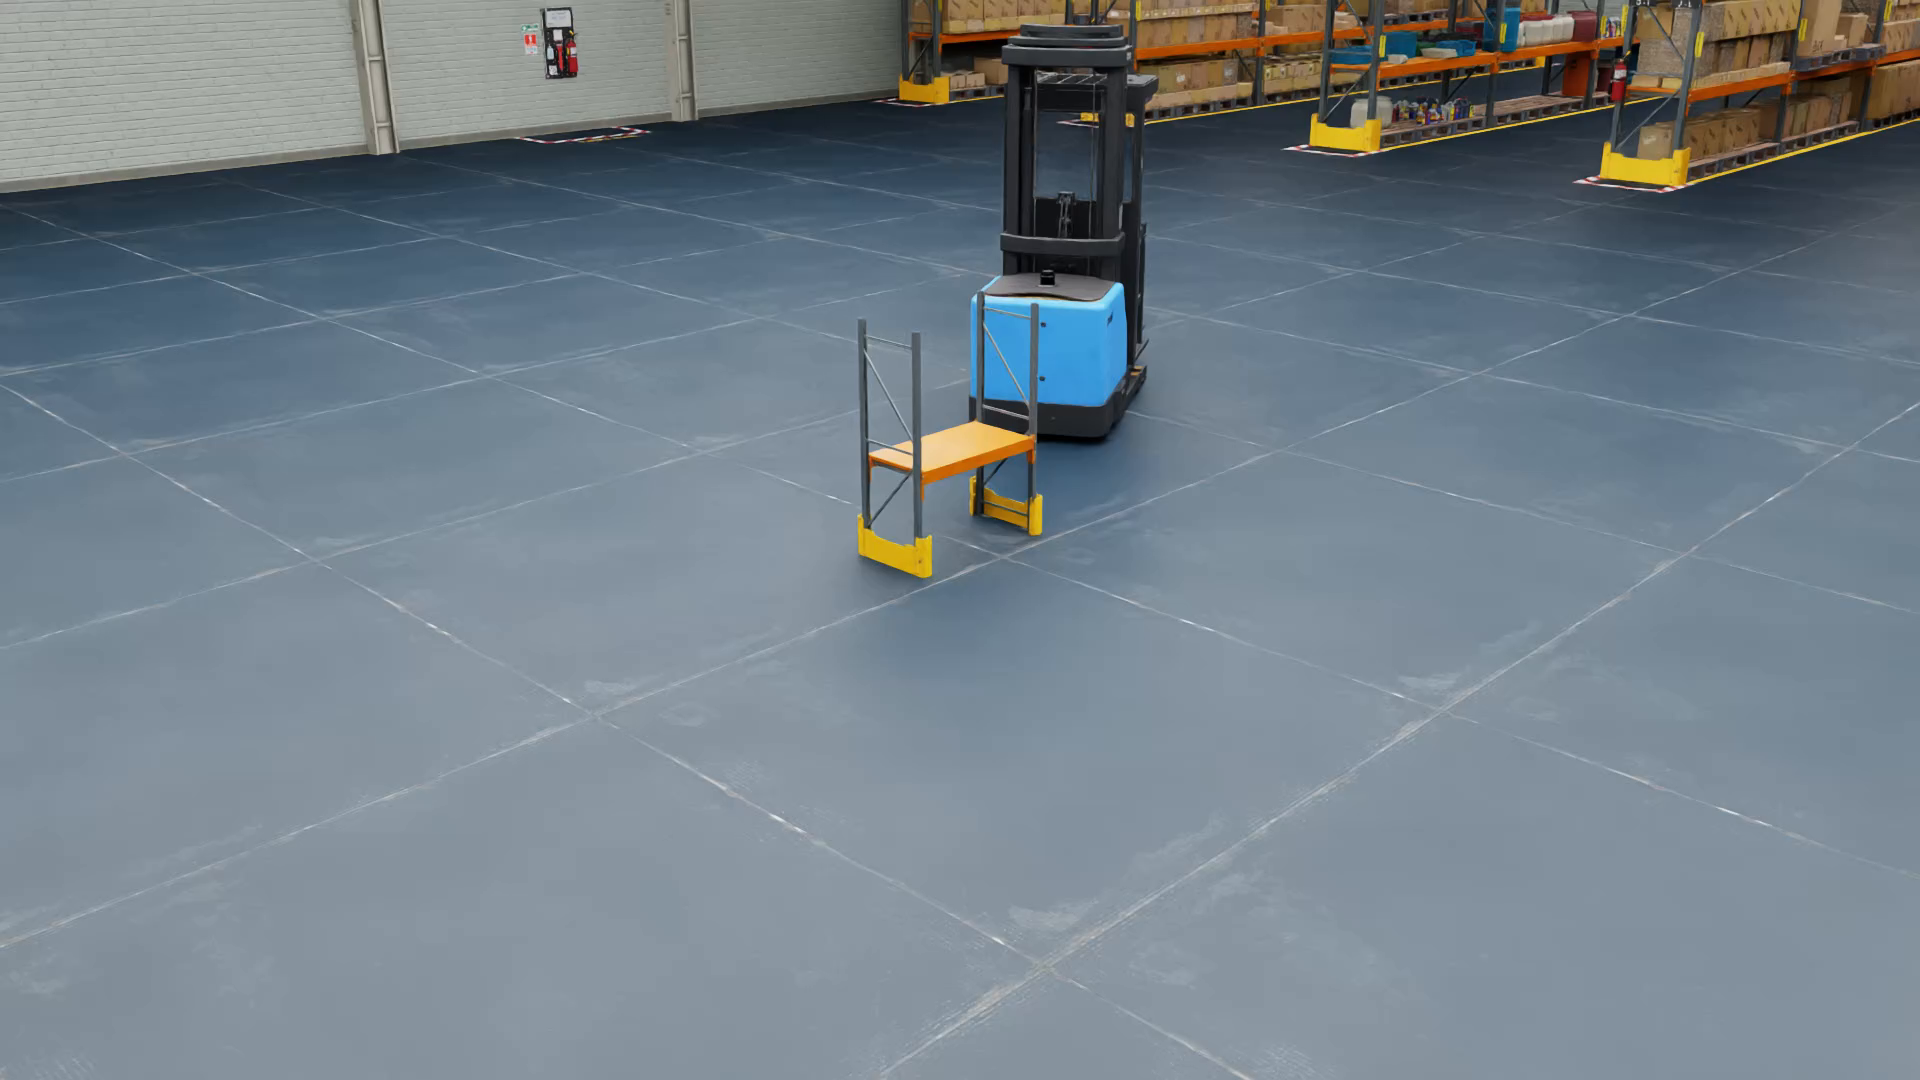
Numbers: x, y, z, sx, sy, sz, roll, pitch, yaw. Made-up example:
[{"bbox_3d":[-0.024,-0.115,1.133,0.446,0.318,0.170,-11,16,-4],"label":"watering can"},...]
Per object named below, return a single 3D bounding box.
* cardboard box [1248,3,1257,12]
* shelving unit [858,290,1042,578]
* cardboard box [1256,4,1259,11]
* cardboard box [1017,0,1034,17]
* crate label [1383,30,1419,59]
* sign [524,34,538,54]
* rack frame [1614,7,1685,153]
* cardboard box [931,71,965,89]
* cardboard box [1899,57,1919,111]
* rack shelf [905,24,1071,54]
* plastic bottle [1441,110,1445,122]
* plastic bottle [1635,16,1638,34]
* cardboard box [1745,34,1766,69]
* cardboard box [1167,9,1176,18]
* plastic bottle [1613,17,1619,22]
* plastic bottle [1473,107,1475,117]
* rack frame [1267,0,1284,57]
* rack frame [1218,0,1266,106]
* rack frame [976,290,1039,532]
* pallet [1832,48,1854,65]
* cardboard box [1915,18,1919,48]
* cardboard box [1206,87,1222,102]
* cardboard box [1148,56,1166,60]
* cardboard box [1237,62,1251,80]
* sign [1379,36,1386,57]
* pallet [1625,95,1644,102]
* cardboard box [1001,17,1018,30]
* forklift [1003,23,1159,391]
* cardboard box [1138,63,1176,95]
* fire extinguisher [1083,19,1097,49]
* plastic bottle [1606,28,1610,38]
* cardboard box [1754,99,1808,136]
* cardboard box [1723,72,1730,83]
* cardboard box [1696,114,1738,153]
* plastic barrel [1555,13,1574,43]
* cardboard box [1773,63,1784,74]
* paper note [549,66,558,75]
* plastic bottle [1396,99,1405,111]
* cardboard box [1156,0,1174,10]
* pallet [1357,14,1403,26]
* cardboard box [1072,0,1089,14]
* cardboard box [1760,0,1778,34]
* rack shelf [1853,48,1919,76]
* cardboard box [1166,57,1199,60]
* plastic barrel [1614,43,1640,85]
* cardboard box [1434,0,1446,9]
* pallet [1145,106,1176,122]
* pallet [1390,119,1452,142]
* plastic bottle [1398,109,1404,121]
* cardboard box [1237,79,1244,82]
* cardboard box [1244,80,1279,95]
[{"bbox_3d":[5.522,-10.341,32.254,0.380,0.149,0.250,19,28,41],"label":"cardboard box"},{"bbox_3d":[-0.053,-0.680,10.255,0.587,1.500,1.083,19,28,41],"label":"shelving unit"},{"bbox_3d":[7.040,-12.936,40.371,0.380,0.149,0.250,19,28,41],"label":"cardboard box"},{"bbox_3d":[1.195,-11.188,34.637,0.500,0.500,0.500,18,28,39],"label":"cardboard box"},{"bbox_3d":[7.404,-8.403,28.207,0.502,0.435,0.616,19,28,41],"label":"crate label"},{"bbox_3d":[-7.312,-8.454,28.339,0.001,0.329,0.234,19,28,41],"label":"sign"},{"bbox_3d":[9.865,-6.605,23.579,0.949,2.616,0.053,19,28,41],"label":"rack frame"},{"bbox_3d":[-0.237,-9.431,34.065,0.500,0.311,0.500,15,26,35],"label":"cardboard box"},{"bbox_3d":[17.179,-8.496,30.873,1.225,0.875,0.875,18,27,39],"label":"cardboard box"},{"bbox_3d":[0.611,-10.504,34.724,1.077,0.370,4.000,19,28,41],"label":"rack shelf"},{"bbox_3d":[8.324,-7.325,28.739,0.097,0.201,0.097,0,21,0],"label":"plastic bottle"},{"bbox_3d":[13.510,-10.306,33.276,0.144,0.351,0.185,19,28,41],"label":"plastic bottle"},{"bbox_3d":[11.644,-7.446,25.213,0.875,0.500,0.500,19,28,41],"label":"cardboard box"},{"bbox_3d":[3.731,-9.680,30.534,0.380,0.149,0.250,19,28,40],"label":"cardboard box"},{"bbox_3d":[13.444,-10.611,34.173,0.152,0.276,0.135,19,28,41],"label":"plastic bottle"},{"bbox_3d":[9.075,-7.602,29.459,0.097,0.201,0.097,0,21,0],"label":"plastic bottle"},{"bbox_3d":[7.587,-13.410,41.283,1.000,3.000,0.127,19,28,41],"label":"rack frame"},{"bbox_3d":[5.558,-10.115,32.710,1.000,3.000,0.127,19,28,41],"label":"rack frame"},{"bbox_3d":[0.295,-0.809,10.588,0.500,1.500,0.032,19,28,41],"label":"rack frame"},{"bbox_3d":[14.092,-8.054,27.615,1.003,0.211,1.213,19,28,41],"label":"pallet"},{"bbox_3d":[17.394,-9.287,30.418,0.500,0.500,0.500,19,28,40],"label":"cardboard box"},{"bbox_3d":[4.697,-8.595,32.003,0.500,0.250,0.500,19,28,41],"label":"cardboard box"},{"bbox_3d":[4.332,-11.222,38.462,0.500,0.500,0.700,-20,29,-41],"label":"cardboard box"},{"bbox_3d":[5.635,-9.465,33.484,0.500,0.311,0.500,19,28,41],"label":"cardboard box"},{"bbox_3d":[6.705,-7.836,26.396,0.100,0.325,0.005,19,28,41],"label":"sign"},{"bbox_3d":[13.266,-9.126,34.023,1.003,0.211,1.213,19,28,41],"label":"pallet"},{"bbox_3d":[0.850,-10.707,34.430,0.500,0.250,0.500,20,28,41],"label":"cardboard box"},{"bbox_3d":[0.948,-2.625,13.320,1.121,2.935,3.031,6,22,14],"label":"forklift"},{"bbox_3d":[3.649,-8.560,30.867,0.500,0.500,0.500,19,28,41],"label":"cardboard box"},{"bbox_3d":[2.352,-9.136,30.272,0.296,0.674,0.183,19,28,41],"label":"fire extinguisher"},{"bbox_3d":[12.597,-9.888,32.396,0.097,0.201,0.097,0,21,0],"label":"plastic bottle"},{"bbox_3d":[13.443,-6.943,27.329,0.700,0.500,0.500,19,28,40],"label":"cardboard box"},{"bbox_3d":[11.100,-6.826,24.502,0.380,0.149,0.250,19,28,41],"label":"cardboard box"},{"bbox_3d":[11.575,-6.243,25.534,0.500,0.500,0.500,16,26,36],"label":"cardboard box"},{"bbox_3d":[11.330,-9.637,31.310,0.421,0.512,0.421,0,21,0],"label":"plastic barrel"},{"bbox_3d":[12.533,-7.326,25.805,0.380,0.149,0.250,19,28,41],"label":"cardboard box"},{"bbox_3d":[-7.025,-8.114,28.733,0.016,0.148,0.142,19,28,41],"label":"paper note"},{"bbox_3d":[7.686,-7.534,29.073,0.185,0.351,0.144,-19,28,-40],"label":"plastic bottle"},{"bbox_3d":[3.502,-10.006,30.478,0.700,0.500,0.500,18,28,39],"label":"cardboard box"},{"bbox_3d":[8.771,-11.245,35.918,1.213,0.211,1.003,19,28,41],"label":"pallet"},{"bbox_3d":[2.386,-11.728,36.154,0.700,0.500,0.500,19,28,41],"label":"cardboard box"},{"bbox_3d":[11.839,-7.845,24.857,0.500,0.500,0.500,19,28,41],"label":"cardboard box"},{"bbox_3d":[16.839,-8.841,30.398,1.077,0.370,4.000,19,28,41],"label":"rack shelf"},{"bbox_3d":[4.313,-9.079,32.218,0.500,0.500,0.500,19,28,41],"label":"cardboard box"},{"bbox_3d":[13.800,-9.829,34.307,0.600,0.901,0.708,19,28,41],"label":"plastic barrel"},{"bbox_3d":[10.648,-12.348,37.795,0.700,0.500,0.500,9,23,23],"label":"cardboard box"},{"bbox_3d":[3.271,-7.992,31.073,1.003,0.211,1.213,19,28,41],"label":"pallet"},{"bbox_3d":[7.755,-7.095,28.740,1.003,0.211,1.213,19,28,41],"label":"pallet"},{"bbox_3d":[7.676,-7.394,28.918,0.097,0.201,0.097,0,21,0],"label":"plastic bottle"},{"bbox_3d":[5.640,-9.206,33.594,0.500,0.250,0.500,19,28,40],"label":"cardboard box"},{"bbox_3d":[6.017,-9.069,33.236,0.500,0.250,0.500,18,28,39],"label":"cardboard box"}]
